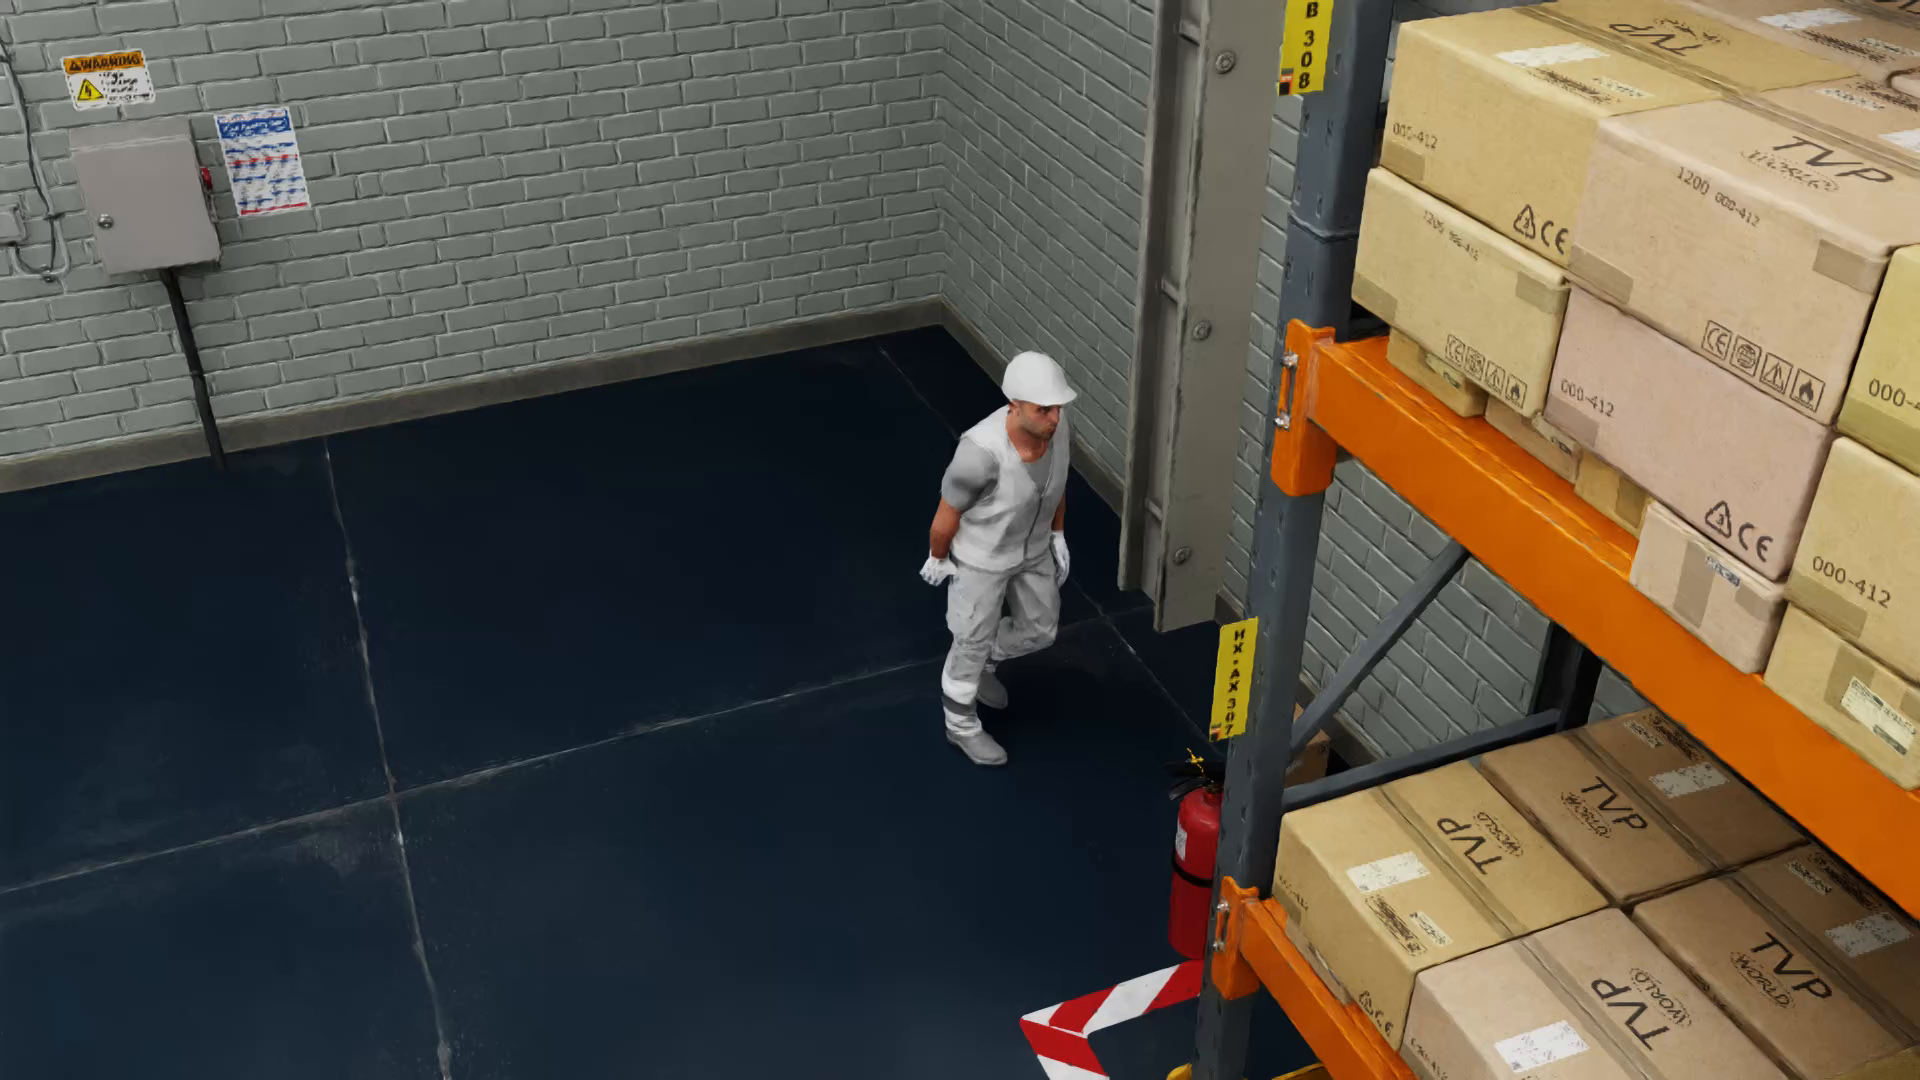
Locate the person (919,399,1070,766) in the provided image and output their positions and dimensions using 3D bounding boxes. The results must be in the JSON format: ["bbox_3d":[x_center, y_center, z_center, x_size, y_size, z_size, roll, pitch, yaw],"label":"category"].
[{"bbox_3d":[0.128,0.064,6.078,0.535,1.714,0.630,-25,41,-33],"label":"person"}]
